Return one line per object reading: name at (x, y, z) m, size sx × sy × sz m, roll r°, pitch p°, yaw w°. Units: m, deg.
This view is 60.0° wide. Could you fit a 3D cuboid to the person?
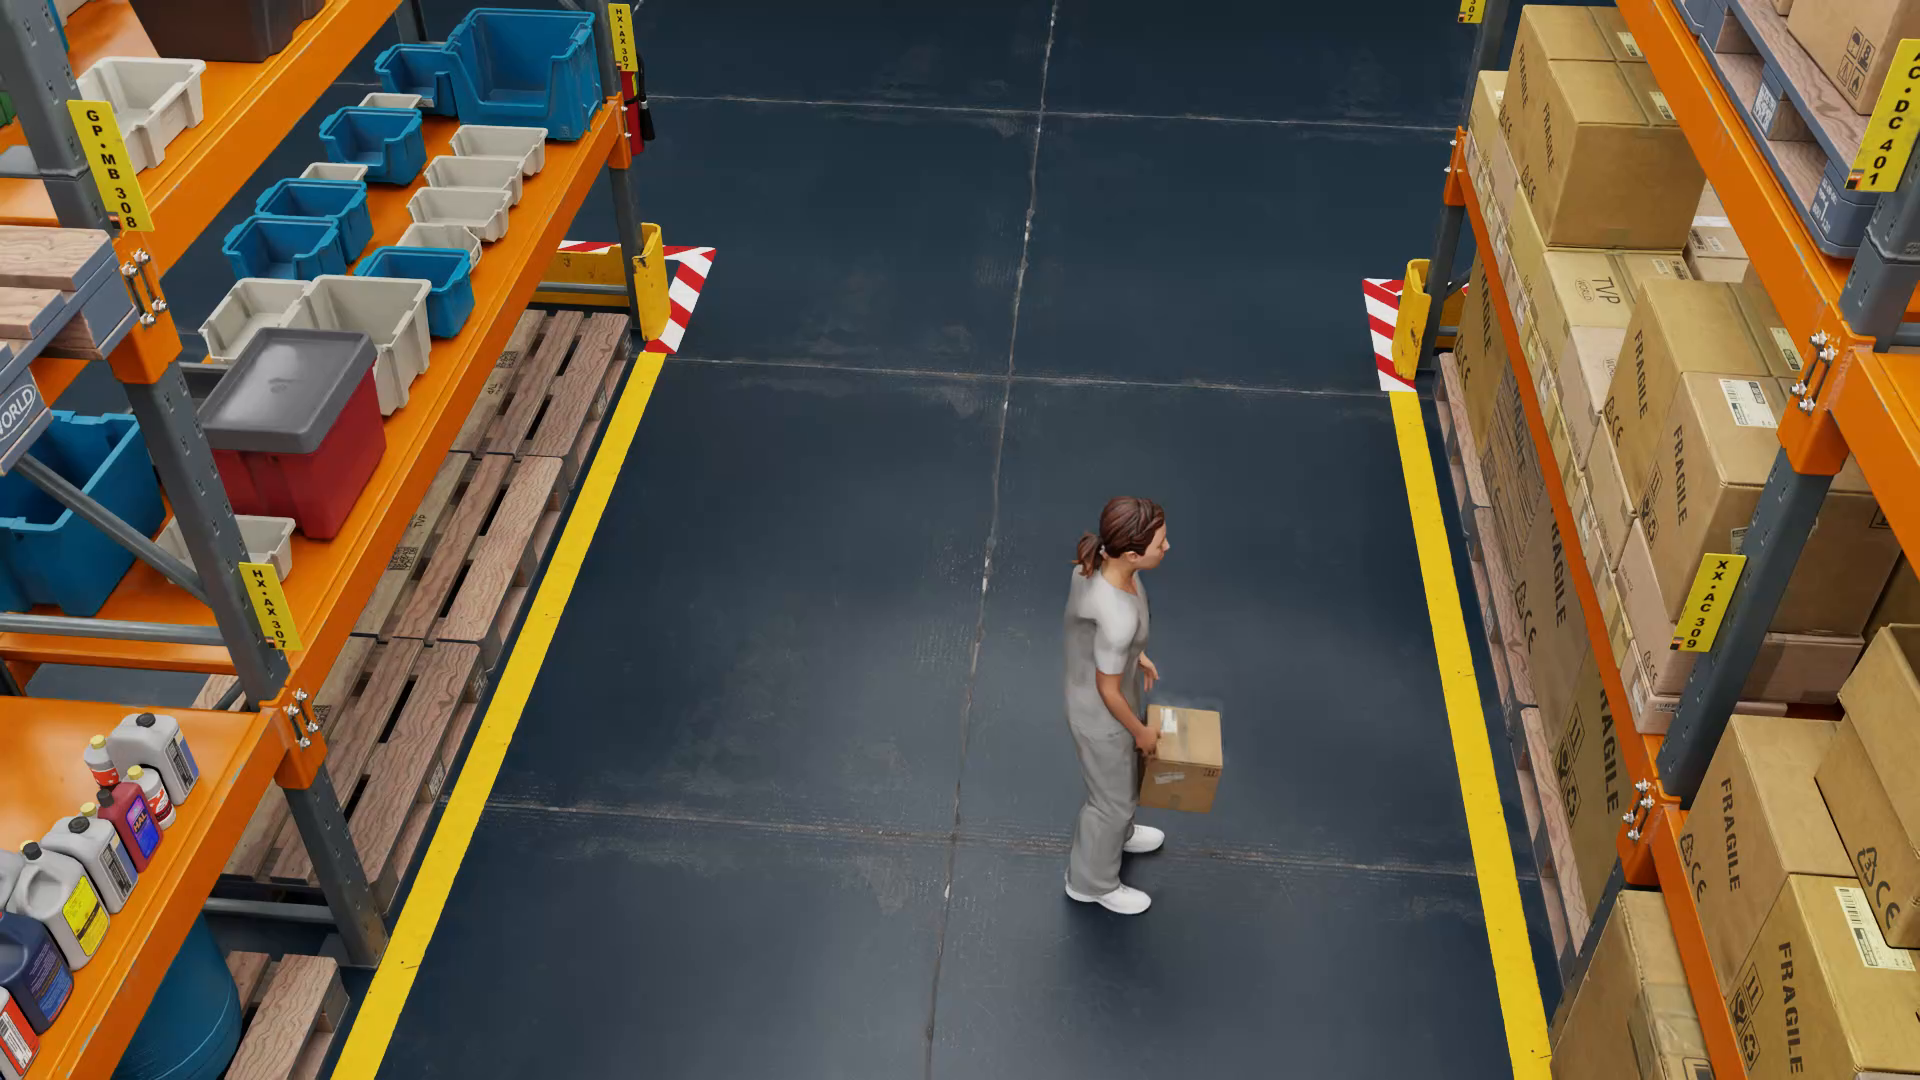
person at (0.537, 0.534, 5.523) m, size 0.415 × 1.676 × 0.473 m, roll 2°, pitch 40°, yaw 3°
